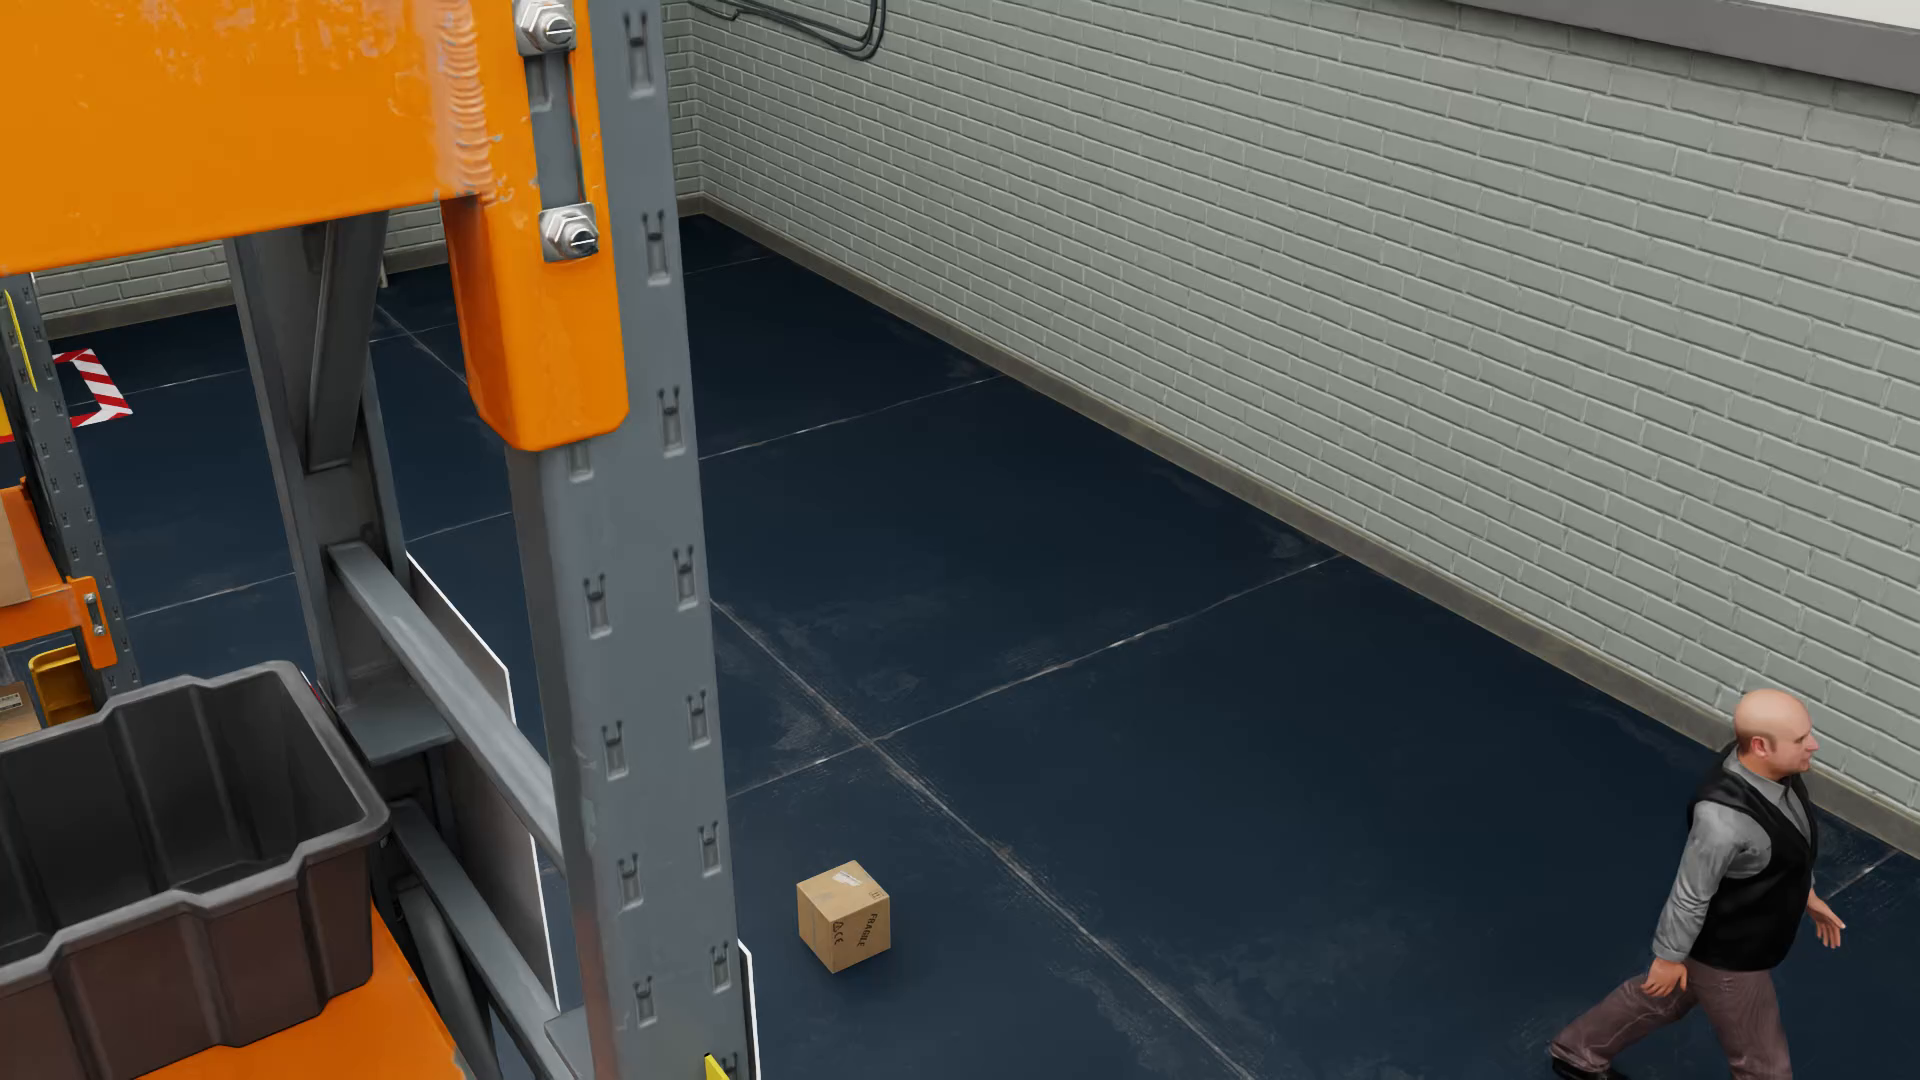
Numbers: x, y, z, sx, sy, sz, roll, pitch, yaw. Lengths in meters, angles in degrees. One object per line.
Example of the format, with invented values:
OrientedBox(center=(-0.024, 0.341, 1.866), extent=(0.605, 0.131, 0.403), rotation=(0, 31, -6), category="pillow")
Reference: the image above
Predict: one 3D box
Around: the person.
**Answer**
OrientedBox(center=(2.381, 1.184, 4.938), extent=(1.019, 1.663, 0.559), rotation=(17, 33, 29), category="person")
